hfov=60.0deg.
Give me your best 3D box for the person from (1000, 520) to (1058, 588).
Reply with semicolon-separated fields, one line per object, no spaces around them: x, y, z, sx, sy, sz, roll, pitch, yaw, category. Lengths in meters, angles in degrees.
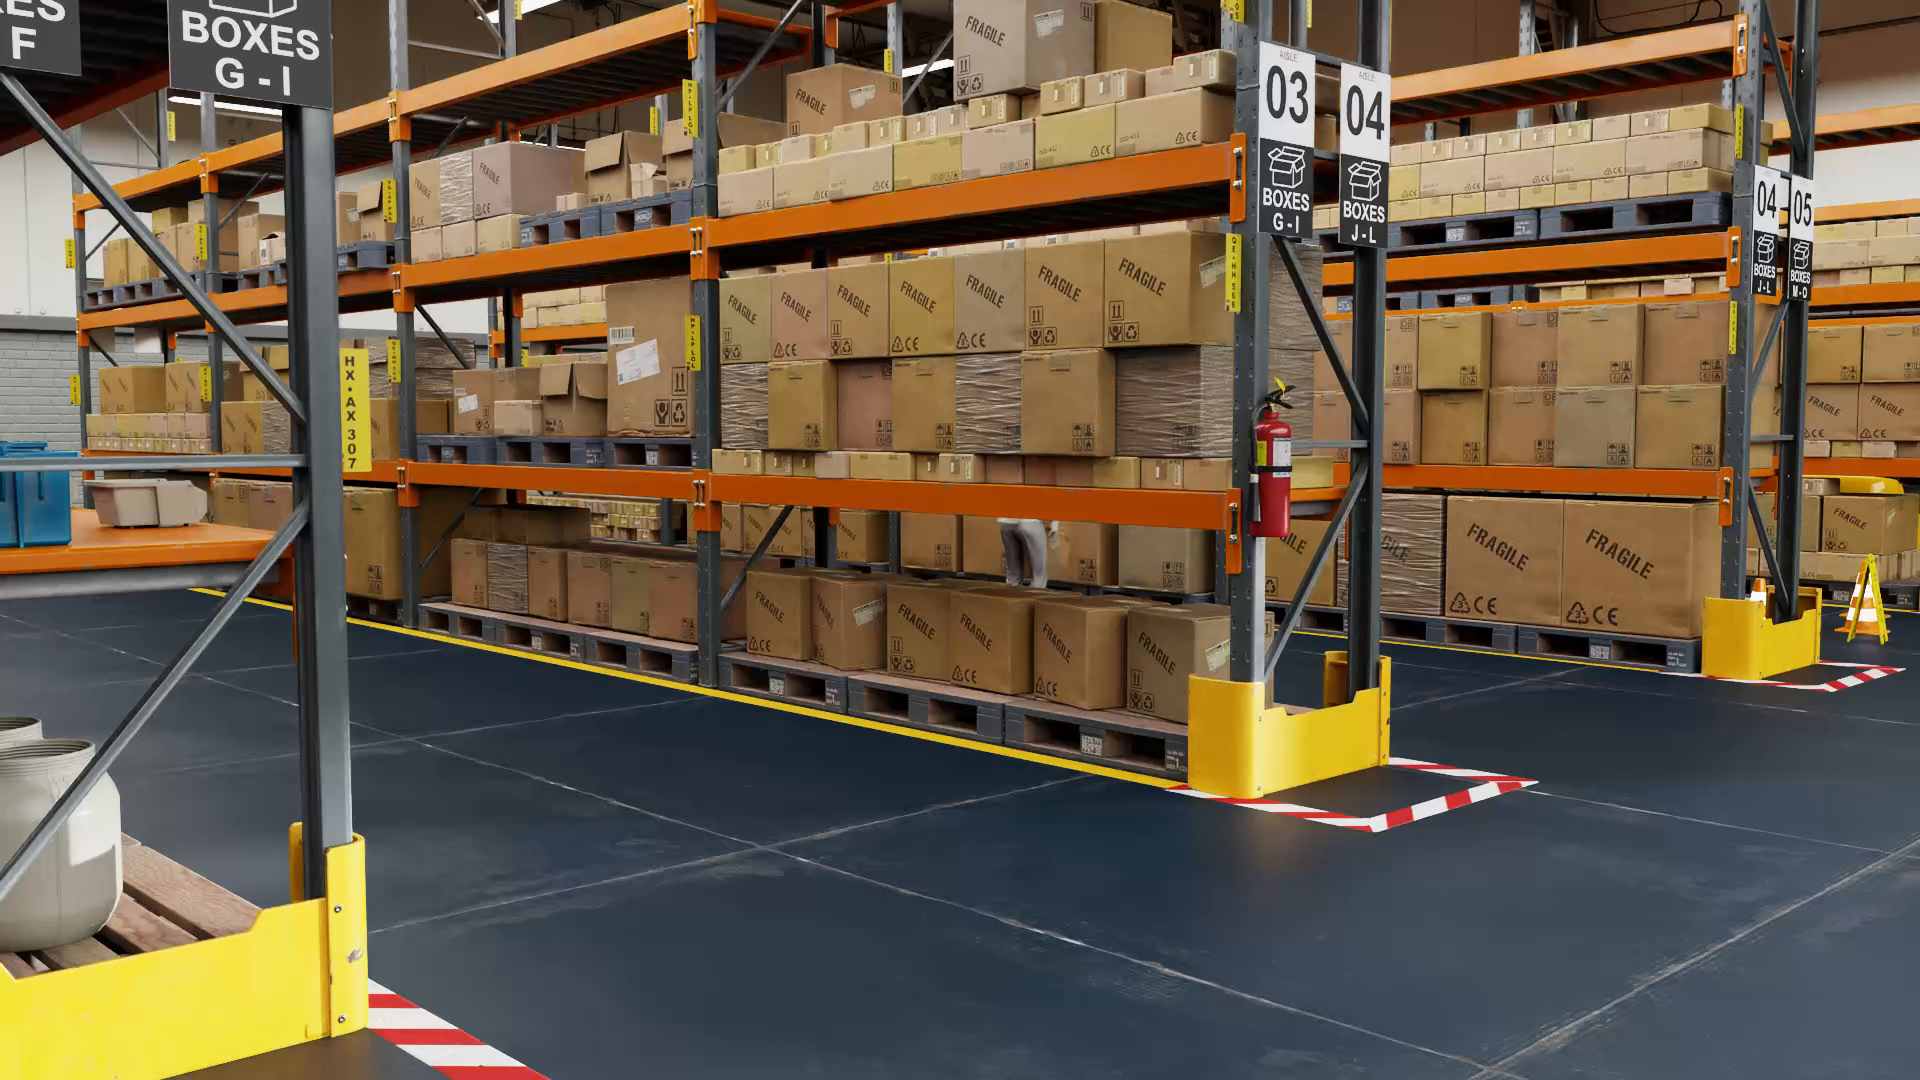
0.494;-0.141;12.465;0.428;1.616;0.343;4;6;45;person
